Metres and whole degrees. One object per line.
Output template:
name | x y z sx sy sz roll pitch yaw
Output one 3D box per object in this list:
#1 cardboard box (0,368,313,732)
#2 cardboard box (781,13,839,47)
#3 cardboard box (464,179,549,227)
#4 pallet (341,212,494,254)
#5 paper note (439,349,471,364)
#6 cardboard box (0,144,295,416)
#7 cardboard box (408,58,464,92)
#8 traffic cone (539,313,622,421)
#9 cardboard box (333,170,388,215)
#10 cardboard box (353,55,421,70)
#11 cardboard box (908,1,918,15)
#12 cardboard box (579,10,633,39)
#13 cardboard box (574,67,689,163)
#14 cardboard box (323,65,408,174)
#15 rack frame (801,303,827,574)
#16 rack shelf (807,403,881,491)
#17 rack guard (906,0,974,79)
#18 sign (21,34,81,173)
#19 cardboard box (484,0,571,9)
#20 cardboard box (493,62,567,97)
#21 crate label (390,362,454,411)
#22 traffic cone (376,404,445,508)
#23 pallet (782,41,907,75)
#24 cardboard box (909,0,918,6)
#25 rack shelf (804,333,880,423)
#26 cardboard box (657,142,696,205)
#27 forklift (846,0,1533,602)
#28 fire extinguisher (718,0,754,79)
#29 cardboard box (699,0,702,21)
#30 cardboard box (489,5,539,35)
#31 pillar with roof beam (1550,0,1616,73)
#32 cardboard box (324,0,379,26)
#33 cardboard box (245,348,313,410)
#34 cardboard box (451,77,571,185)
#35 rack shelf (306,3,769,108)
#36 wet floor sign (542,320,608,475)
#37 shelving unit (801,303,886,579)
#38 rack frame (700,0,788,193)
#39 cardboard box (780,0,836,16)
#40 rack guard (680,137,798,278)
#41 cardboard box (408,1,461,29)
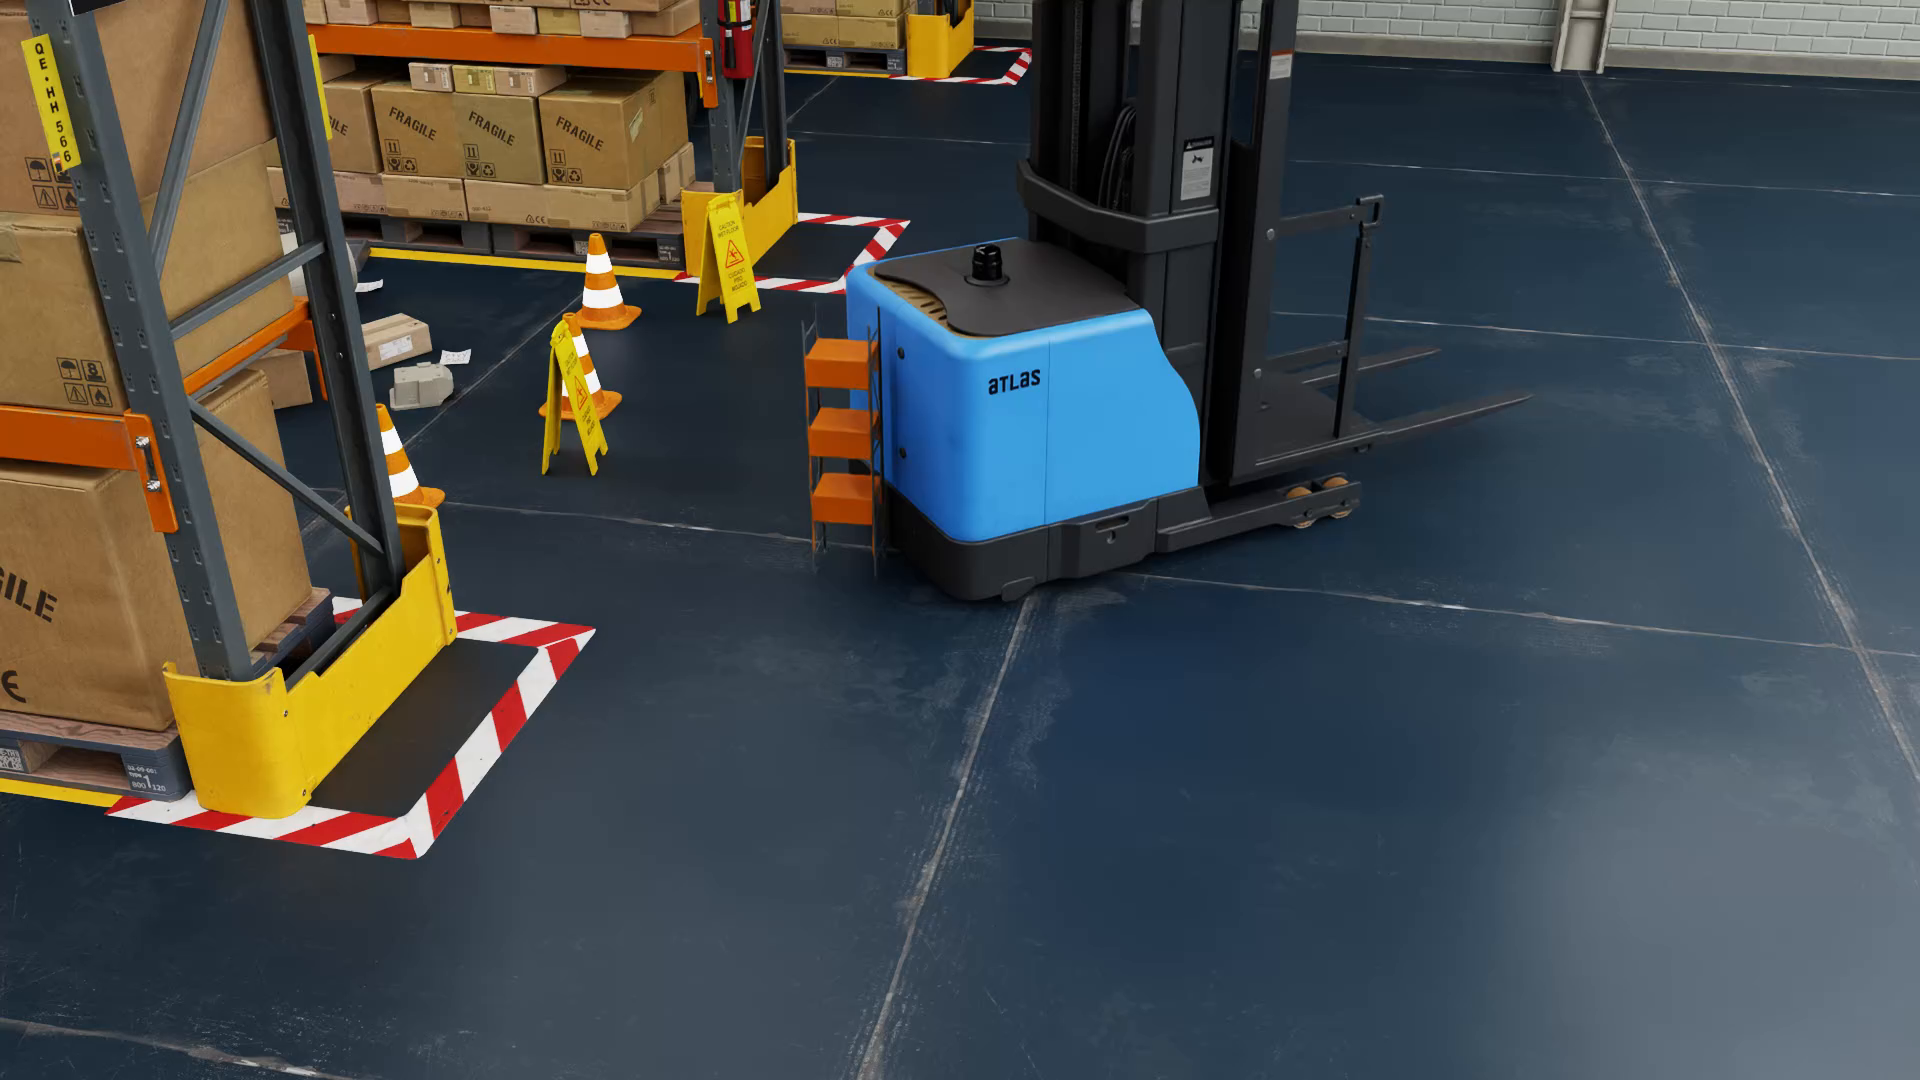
cardboard box | -2.826 -0.025 5.448 0.875 0.875 0.875 6 29 11
cardboard box | -1.191 -4.333 13.968 0.500 0.250 0.500 6 29 11
cardboard box | -2.566 -2.059 9.814 0.500 0.250 0.500 6 29 11
pallet | -3.265 -2.077 10.323 1.213 0.211 1.003 6 29 11
paper note | -2.555 -0.928 8.414 0.142 0.019 0.148 -4 29 -7
cardboard box | -2.522 -0.818 4.964 0.550 0.550 0.875 6 29 11
cardboard box | -2.928 -2.679 9.490 0.250 0.149 0.380 7 29 13
traffic cone | -1.804 -0.840 7.802 0.334 0.463 0.336 6 29 11
cardboard box | -3.562 -2.164 10.005 0.500 0.250 0.500 5 29 10
cardboard box | -3.495 -2.745 10.285 0.500 0.500 0.500 7 30 13
cardboard box | -0.621 -4.521 14.311 0.500 0.250 0.500 6 29 11
cardboard box | -1.896 -2.871 9.132 0.250 0.149 0.380 6 29 10
cardboard box | -1.969 -2.591 10.004 0.500 0.500 0.500 5 29 9
cardboard box | -3.573 -2.492 9.823 0.500 0.500 0.500 7 30 13
rack frame | -0.555 -0.373 6.339 0.008 1.050 0.200 4 29 8
rack shelf | -0.434 -0.355 6.327 0.240 0.259 0.215 4 29 8
rack guard | -0.158 -4.303 14.090 0.348 0.500 1.175 6 29 11
sign | -2.276 -1.094 4.173 0.005 0.325 0.100 6 29 11
cardboard box | -2.292 -3.222 9.099 0.500 0.500 0.500 6 29 11
cardboard box | -2.426 -2.625 9.392 0.250 0.149 0.380 7 29 12
crate label | -2.586 -0.747 7.971 0.298 0.136 0.250 -9 30 -16
traffic cone | -2.372 -0.343 6.895 0.334 0.463 0.336 6 29 11
pallet | -0.938 -4.236 14.268 1.213 0.211 1.003 6 29 11
cardboard box | -0.598 -4.744 14.198 0.500 0.250 0.500 6 29 11
rack shelf | -0.434 -0.604 6.191 0.240 0.259 0.215 4 29 8
cardboard box | -1.946 -2.260 10.180 0.500 0.250 0.500 6 29 10
forklift | 1.087 -1.542 6.515 3.031 2.935 1.130 -14 32 -24
fire extinguisher | -1.199 -2.809 8.838 0.183 0.674 0.296 6 29 11
cardboard box | -1.504 -3.092 9.535 0.250 0.149 0.380 6 29 11
cardboard box | -2.400 -2.918 9.218 0.250 0.149 0.380 6 29 11
pillar with roof beam | 4.294 -5.903 8.162 0.400 9.000 9.100 6 29 11
cardboard box | -3.384 -3.035 9.431 0.250 0.149 0.380 6 29 10
cardboard box | -3.461 -0.963 7.985 0.637 0.503 0.797 -14 32 -24
cardboard box | -2.564 -2.386 9.630 0.500 0.500 0.500 7 29 12
rack shelf | -3.170 -2.956 9.774 4.000 0.370 1.077 6 29 11
wet floor sign | -1.708 -0.630 7.229 0.232 0.644 0.267 1 29 2
shelving unit | -0.434 -0.364 6.322 0.252 1.050 0.215 4 29 8
rack frame | -1.215 -3.071 9.235 0.127 3.000 1.000 6 29 11
cardboard box | -1.211 -4.557 13.855 0.500 0.250 0.500 6 29 10
rack guard | -1.289 -1.982 9.850 0.348 0.500 1.175 6 29 11
cardboard box | -2.890 -2.993 9.355 0.250 0.149 0.380 6 29 10
